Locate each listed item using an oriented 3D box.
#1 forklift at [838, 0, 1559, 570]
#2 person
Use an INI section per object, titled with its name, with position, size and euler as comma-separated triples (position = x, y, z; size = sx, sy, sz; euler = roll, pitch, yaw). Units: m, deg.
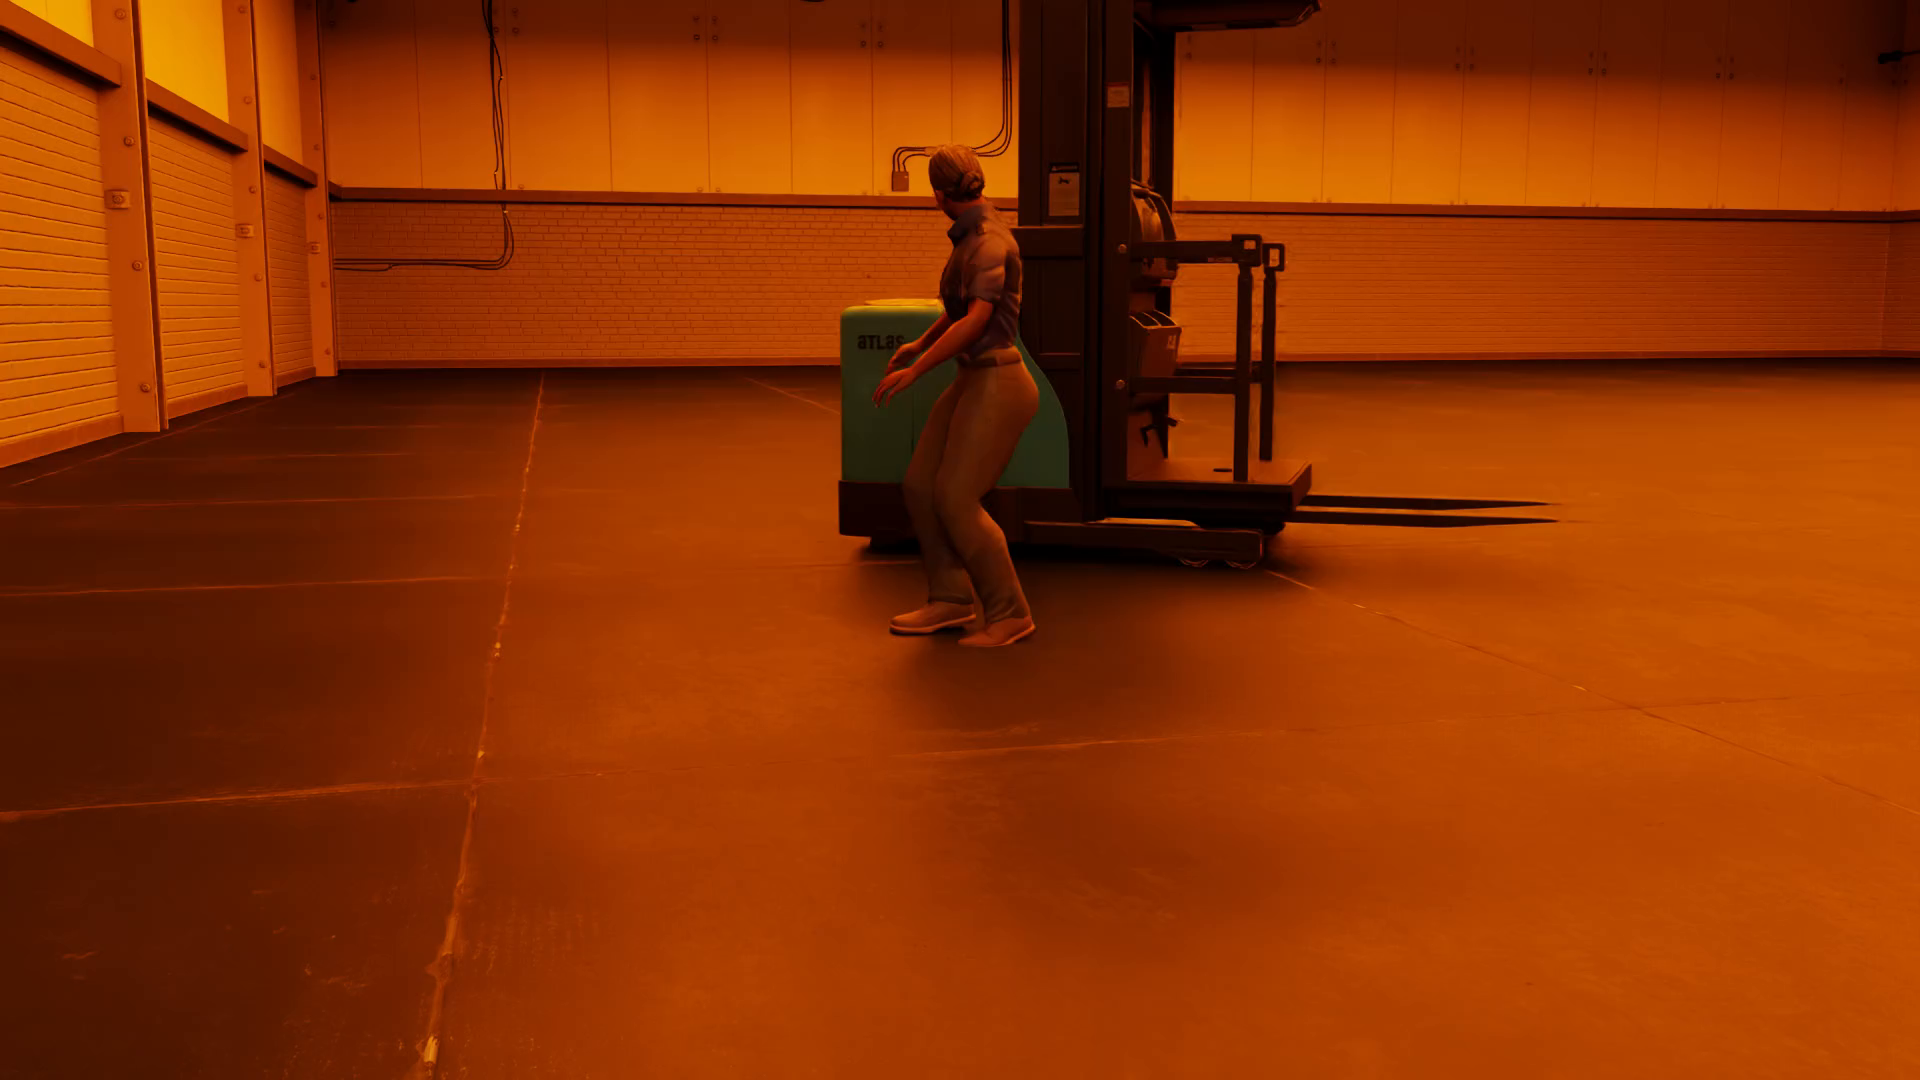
[forklift]
position = 1.036, -1.412, 7.223
size = 3.031, 2.935, 1.130
euler = 2, 8, 16
[person]
position = -0.034, -0.455, 5.378
size = 0.587, 1.615, 0.692
euler = -2, 8, -12
